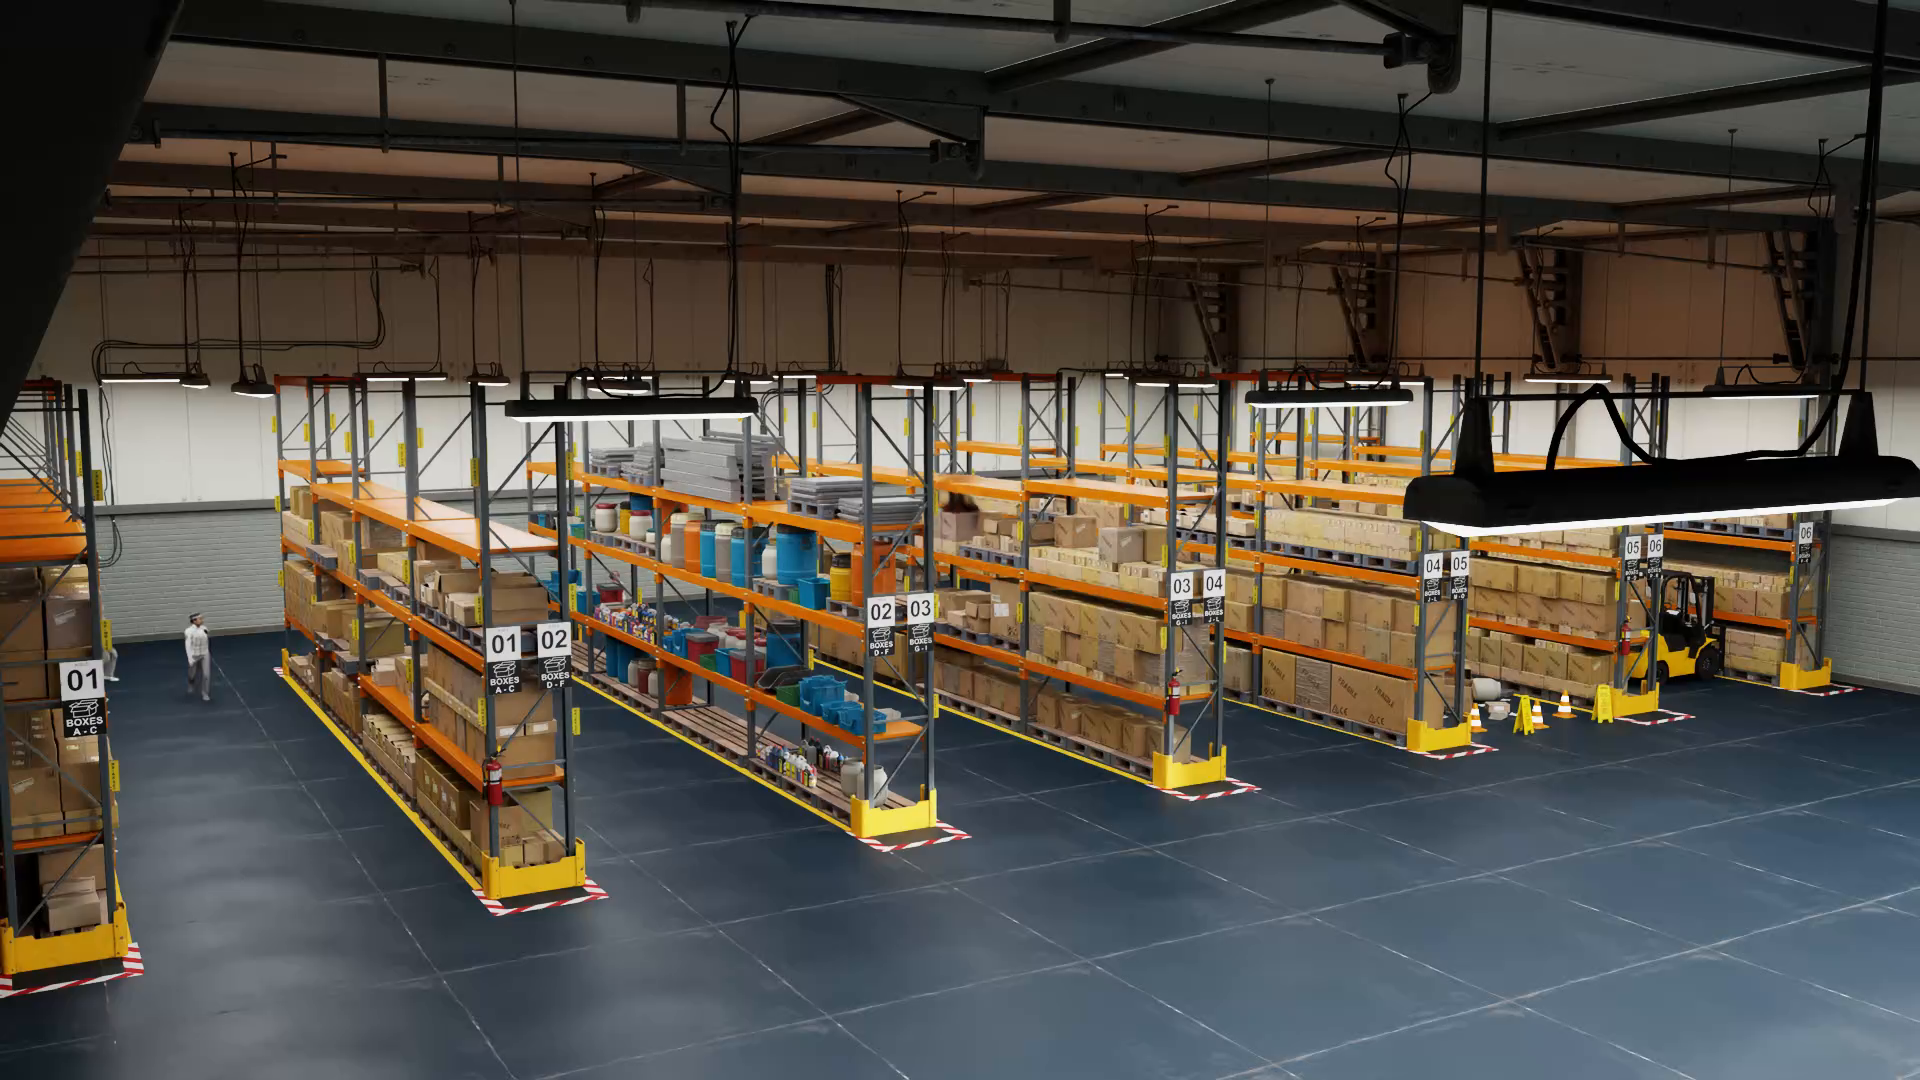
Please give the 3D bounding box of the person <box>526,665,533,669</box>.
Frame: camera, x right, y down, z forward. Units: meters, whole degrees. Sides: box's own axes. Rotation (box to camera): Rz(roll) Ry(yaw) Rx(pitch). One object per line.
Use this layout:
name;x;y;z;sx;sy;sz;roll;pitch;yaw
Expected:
person;-7.305;2.396;27.808;0.489;1.785;0.596;-5;8;-38

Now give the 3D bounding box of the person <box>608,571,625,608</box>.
person;-7.747;1.459;37.325;0.477;1.569;0.624;-4;7;-33

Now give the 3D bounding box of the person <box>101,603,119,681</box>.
person;-16.852;1.992;32.477;0.633;1.641;0.612;-1;6;-10

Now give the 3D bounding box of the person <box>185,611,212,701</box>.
person;-14.120;2.131;30.815;0.448;1.648;0.707;-4;7;-31
